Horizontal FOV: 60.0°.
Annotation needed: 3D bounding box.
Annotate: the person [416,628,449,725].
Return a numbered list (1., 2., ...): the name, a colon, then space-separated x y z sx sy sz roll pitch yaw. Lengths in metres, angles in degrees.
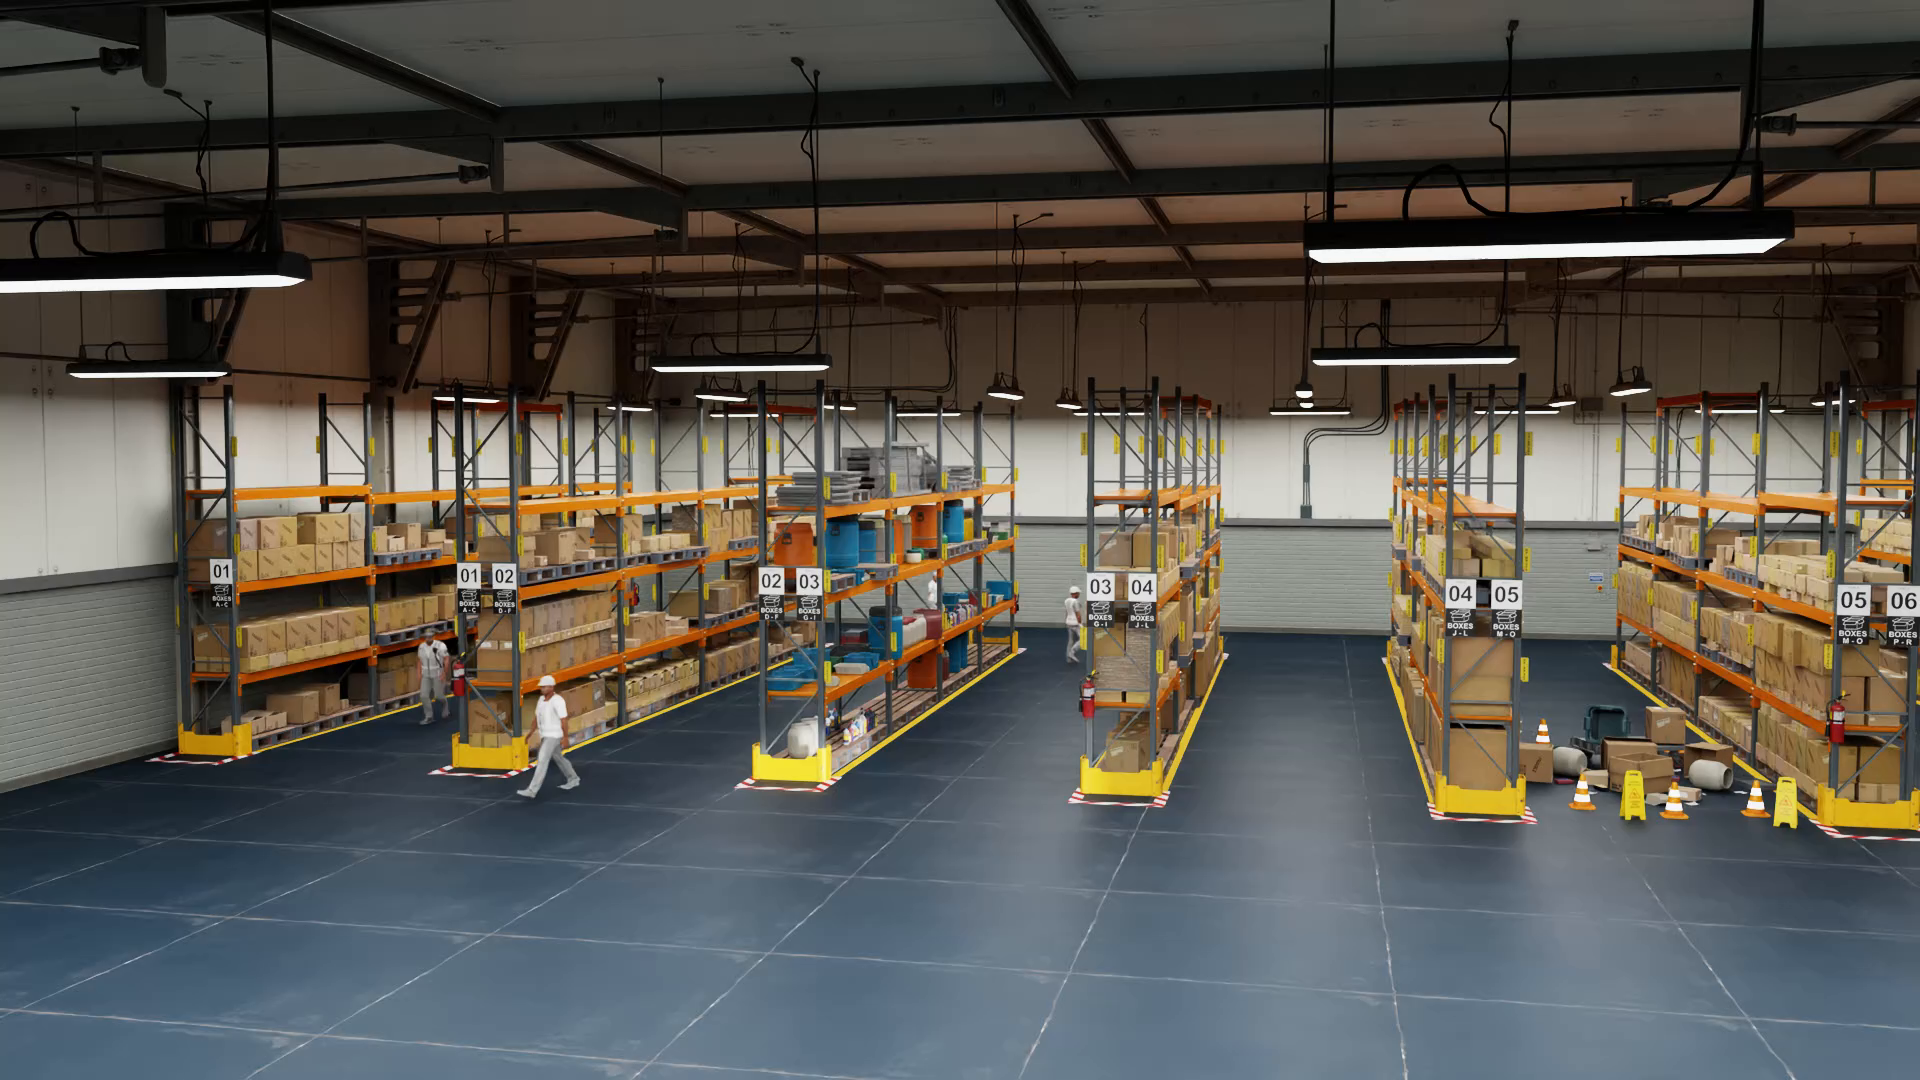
1. person: -9.569 2.453 30.244 0.624 1.741 0.659 0 3 7

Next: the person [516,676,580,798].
1. person: -5.938 2.793 23.836 1.105 1.694 0.581 -2 4 -38

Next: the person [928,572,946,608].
1. person: -0.649 1.664 44.635 0.486 1.647 0.579 -2 4 -37

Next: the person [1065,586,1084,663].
1. person: 2.616 1.949 38.367 0.461 1.782 0.608 -1 3 -22
